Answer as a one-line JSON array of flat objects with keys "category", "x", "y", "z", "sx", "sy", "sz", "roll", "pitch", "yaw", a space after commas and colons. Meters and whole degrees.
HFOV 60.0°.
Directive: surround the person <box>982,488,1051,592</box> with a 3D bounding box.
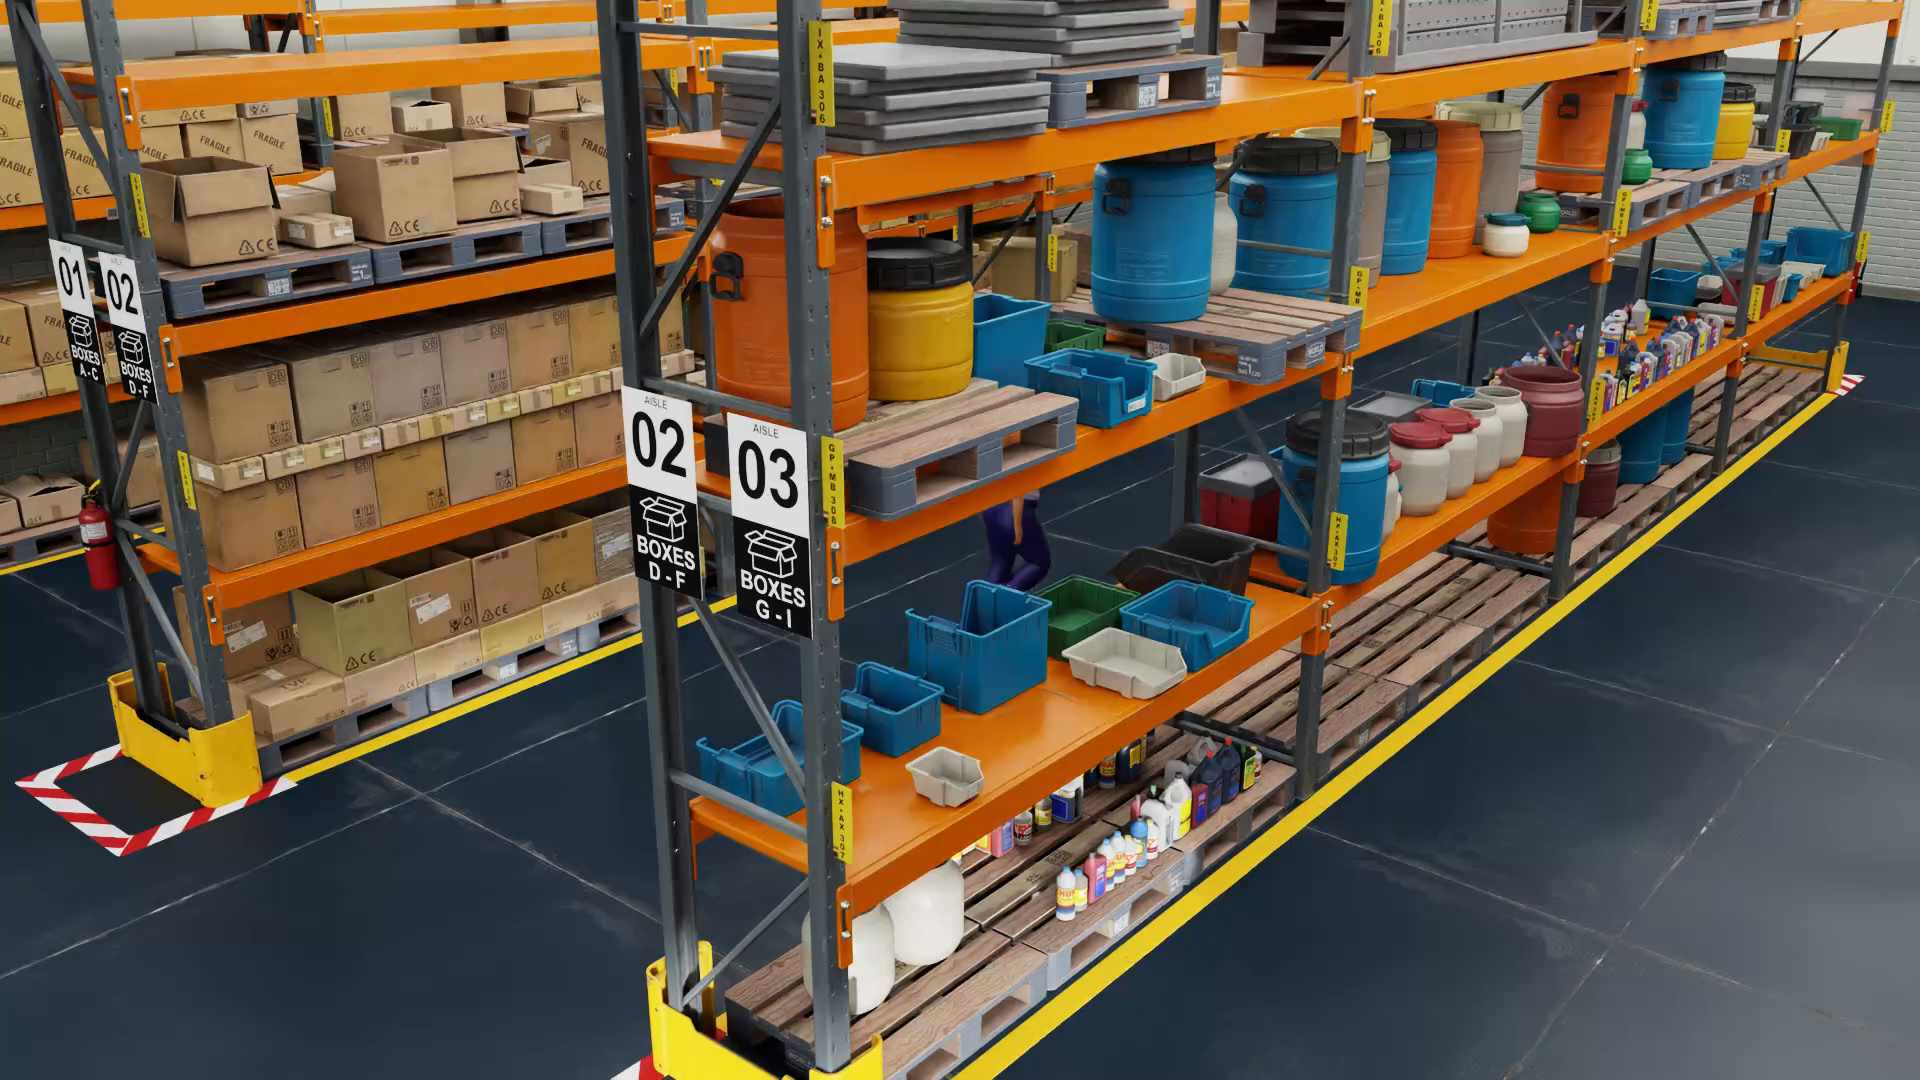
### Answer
[{"category": "person", "x": 0.367, "y": -0.150, "z": 11.973, "sx": 0.461, "sy": 1.638, "sz": 0.539, "roll": -11, "pitch": 23, "yaw": -26}]
